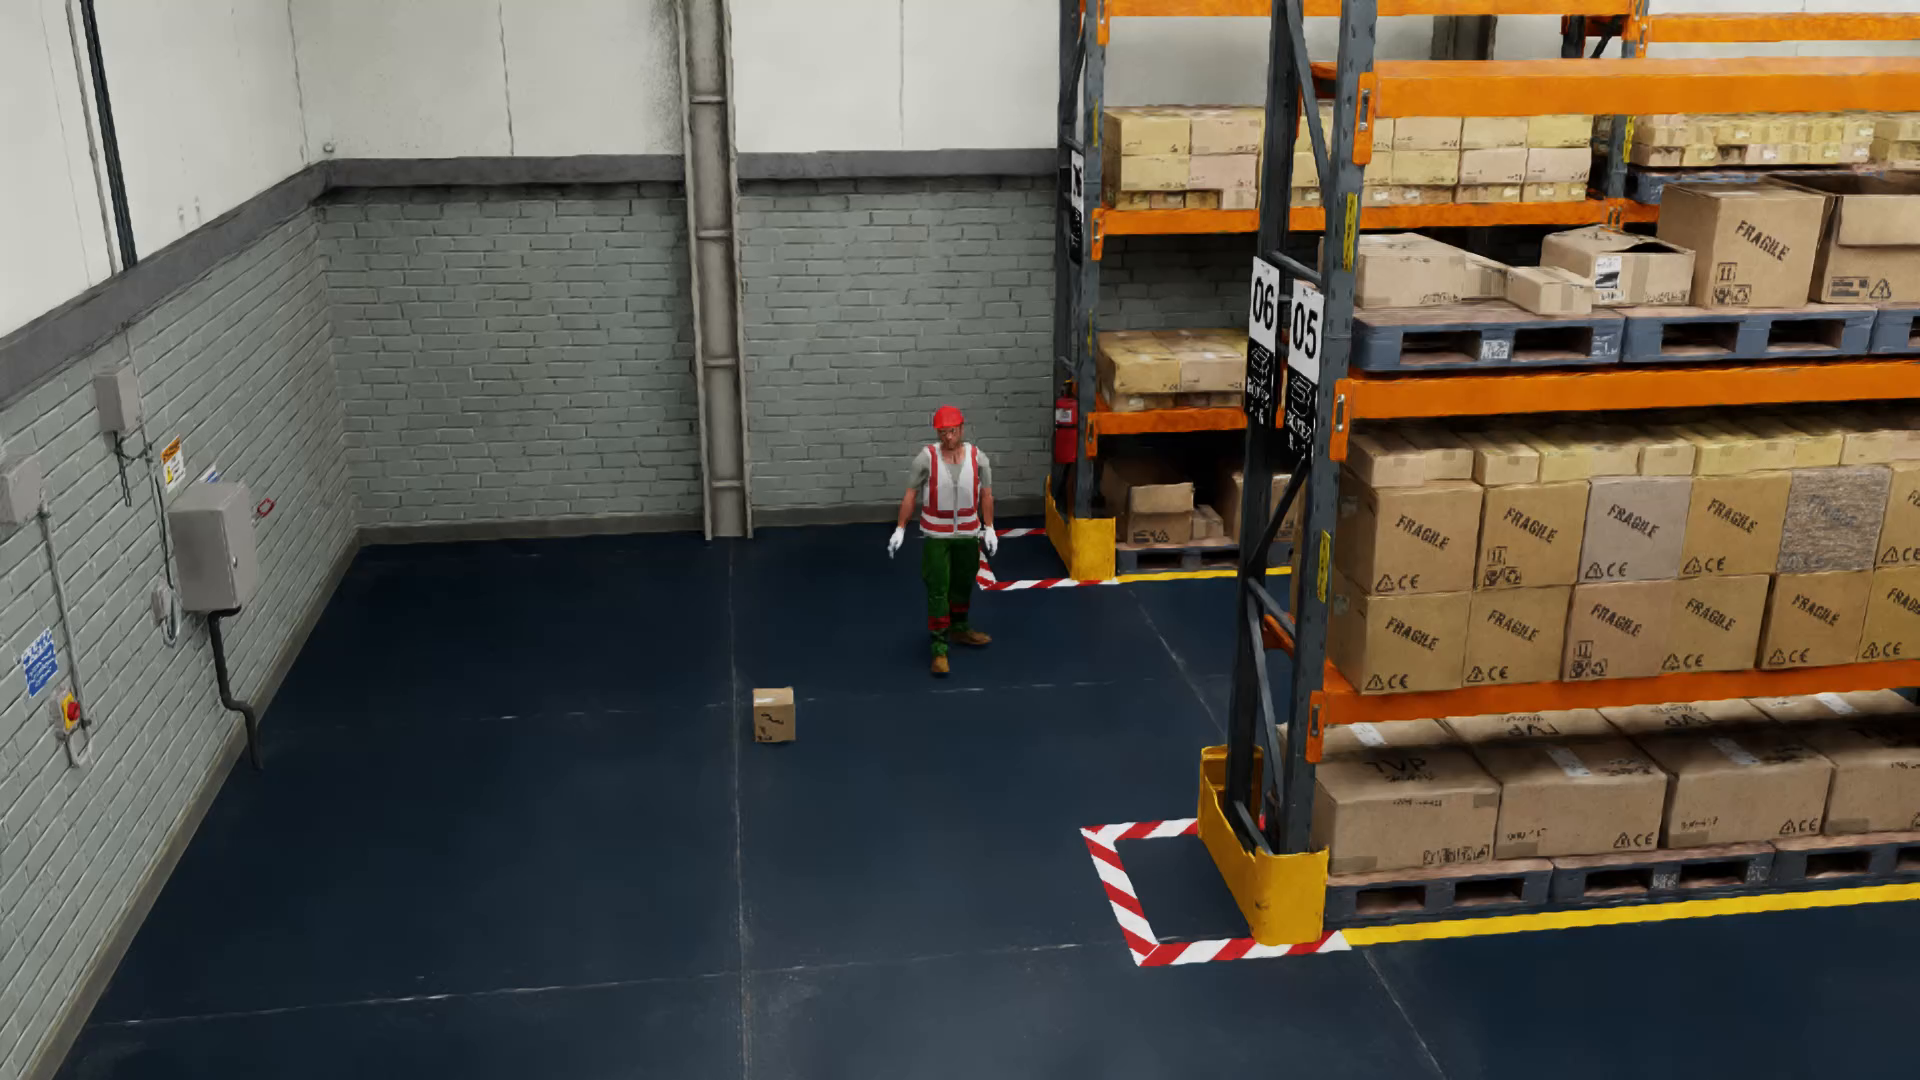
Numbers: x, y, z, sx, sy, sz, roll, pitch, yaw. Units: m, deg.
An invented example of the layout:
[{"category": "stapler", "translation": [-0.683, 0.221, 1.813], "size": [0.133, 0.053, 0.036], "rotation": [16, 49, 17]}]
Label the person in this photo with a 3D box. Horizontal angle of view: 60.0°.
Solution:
[{"category": "person", "translation": [-0.105, -0.023, 11.090], "size": [0.754, 1.791, 0.629], "rotation": [-6, 21, -16]}]
